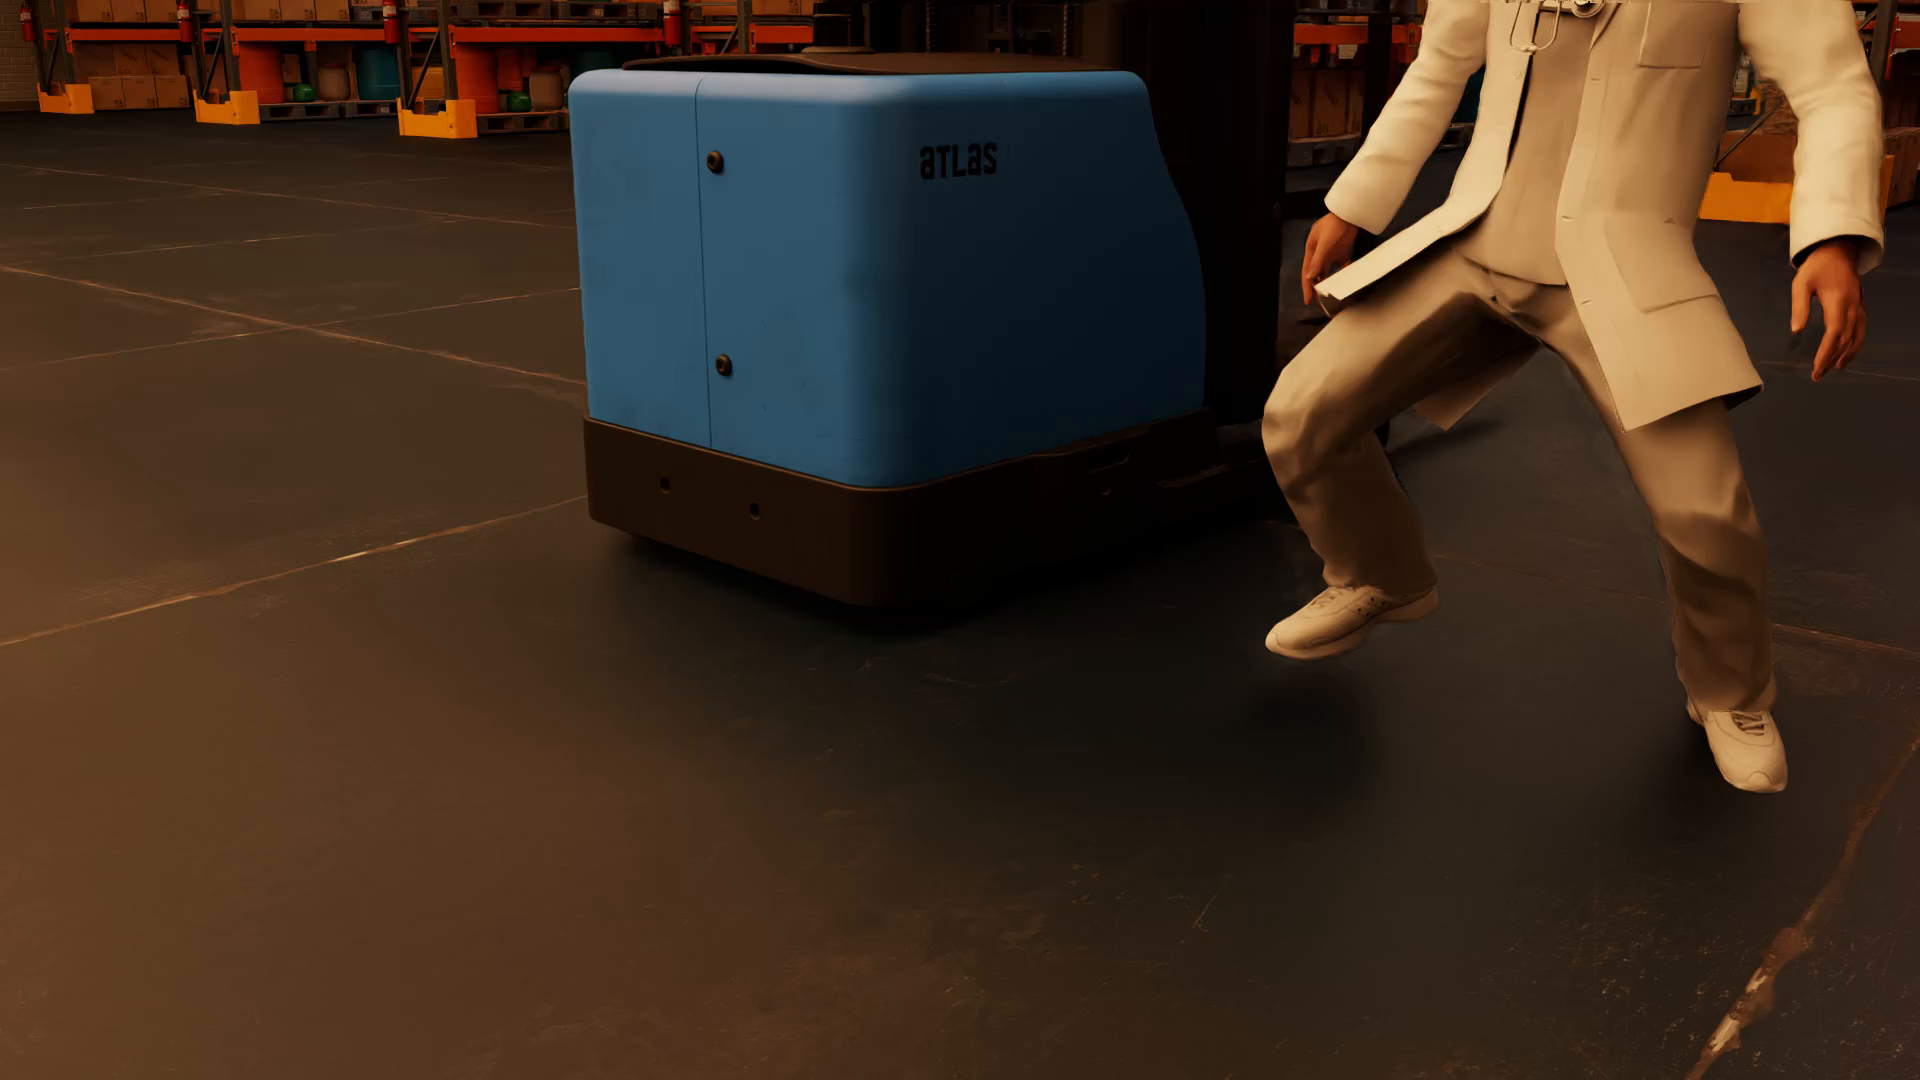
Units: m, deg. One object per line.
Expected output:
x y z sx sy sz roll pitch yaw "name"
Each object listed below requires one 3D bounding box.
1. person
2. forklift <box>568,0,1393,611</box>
0.979 -0.456 2.658 0.654 1.654 0.991 -15 22 -40 "person"
0.509 -1.611 4.204 1.130 2.935 3.031 15 23 41 "forklift"
